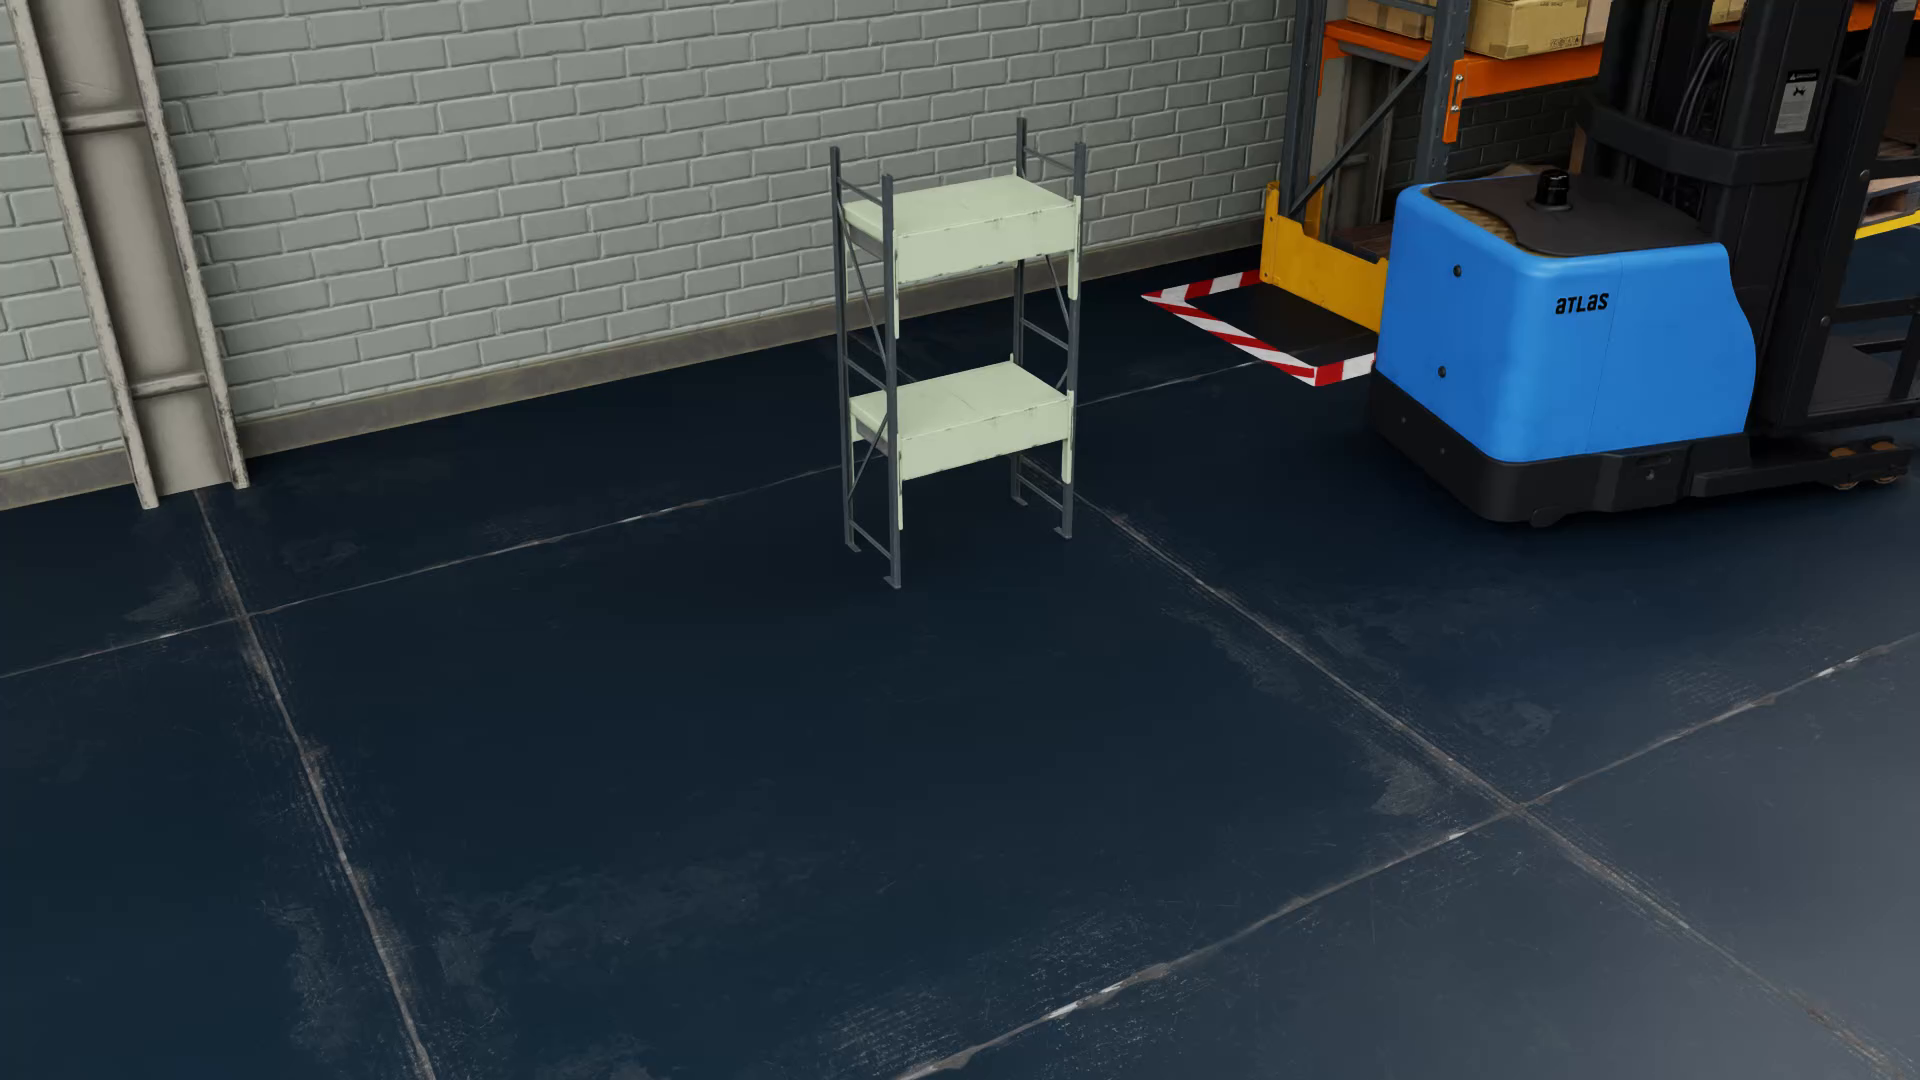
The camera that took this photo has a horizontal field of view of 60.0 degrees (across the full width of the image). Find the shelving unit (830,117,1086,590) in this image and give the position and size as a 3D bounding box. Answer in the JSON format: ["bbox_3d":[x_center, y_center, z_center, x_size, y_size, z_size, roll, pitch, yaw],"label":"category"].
[{"bbox_3d":[-0.006,-0.655,5.885,0.755,1.500,0.431,-16,33,-26],"label":"shelving unit"}]

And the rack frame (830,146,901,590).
[{"bbox_3d":[-0.321,-0.565,5.722,0.023,1.500,0.400,-16,33,-26],"label":"rack frame"}]

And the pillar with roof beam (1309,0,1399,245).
[{"bbox_3d":[4.274,-3.845,3.904,0.400,9.000,9.100,-16,33,-26],"label":"pillar with roof beam"}]

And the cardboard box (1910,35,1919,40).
[{"bbox_3d":[6.423,-2.892,10.518,0.500,0.500,0.700,-17,33,-27],"label":"cardboard box"}]

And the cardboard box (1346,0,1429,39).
[{"bbox_3d":[2.232,-2.619,8.025,0.500,0.250,0.500,-15,32,-26],"label":"cardboard box"}]

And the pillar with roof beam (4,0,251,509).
[{"bbox_3d":[-0.899,-2.376,1.243,0.400,9.000,9.100,-16,33,-26],"label":"pillar with roof beam"}]

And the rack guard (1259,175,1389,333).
[{"bbox_3d":[1.993,-1.404,8.278,0.348,0.500,1.175,-16,33,-26],"label":"rack guard"}]

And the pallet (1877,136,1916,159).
[{"bbox_3d":[6.047,-2.430,10.434,1.213,0.211,1.003,-16,33,-26],"label":"pallet"}]

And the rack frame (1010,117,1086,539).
[{"bbox_3d":[0.310,-0.745,6.047,0.023,1.500,0.400,-16,33,-26],"label":"rack frame"}]

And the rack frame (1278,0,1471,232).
[{"bbox_3d":[1.928,-2.480,7.640,0.127,3.000,1.000,-16,33,-26],"label":"rack frame"}]

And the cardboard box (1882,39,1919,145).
[{"bbox_3d":[6.003,-2.745,10.251,0.500,0.500,0.700,-15,32,-25],"label":"cardboard box"}]

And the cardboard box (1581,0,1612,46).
[{"bbox_3d":[2.950,-2.544,7.889,0.500,0.250,0.500,-17,33,-28],"label":"cardboard box"}]

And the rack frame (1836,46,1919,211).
[{"bbox_3d":[5.376,-3.459,9.414,0.127,3.000,1.000,-16,33,-26],"label":"rack frame"}]

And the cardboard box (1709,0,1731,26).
[{"bbox_3d":[3.392,-2.666,8.111,0.500,0.250,0.500,-16,33,-27],"label":"cardboard box"}]

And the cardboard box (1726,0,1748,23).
[{"bbox_3d":[3.829,-2.789,8.333,0.500,0.250,0.500,-16,32,-26],"label":"cardboard box"}]

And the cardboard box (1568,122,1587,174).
[{"bbox_3d":[3.719,-2.009,8.917,0.500,0.500,0.700,-18,34,-29],"label":"cardboard box"}]

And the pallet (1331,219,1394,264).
[{"bbox_3d":[2.712,-1.462,8.681,1.213,0.211,1.003,-16,33,-26],"label":"pallet"}]

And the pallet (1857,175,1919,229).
[{"bbox_3d":[4.815,-2.059,9.763,1.213,0.211,1.003,-16,33,-26],"label":"pallet"}]

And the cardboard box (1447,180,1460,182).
[{"bbox_3d":[2.570,-1.628,8.422,0.500,0.311,0.500,-20,35,-32],"label":"cardboard box"}]

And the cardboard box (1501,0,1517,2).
[{"bbox_3d":[2.492,-2.743,7.475,0.500,0.500,0.500,-16,33,-26],"label":"cardboard box"}]

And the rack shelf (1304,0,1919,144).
[{"bbox_3d":[3.652,-2.655,8.701,4.000,0.370,1.077,-16,33,-26],"label":"rack shelf"}]

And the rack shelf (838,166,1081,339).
[{"bbox_3d":[-0.006,-0.997,5.696,0.720,0.370,0.431,-16,33,-26],"label":"rack shelf"}]

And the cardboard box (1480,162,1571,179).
[{"bbox_3d":[3.061,-1.767,8.675,0.500,0.311,0.500,-13,31,-22],"label":"cardboard box"}]

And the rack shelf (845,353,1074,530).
[{"bbox_3d":[-0.006,-0.370,6.042,0.720,0.370,0.431,-16,33,-26],"label":"rack shelf"}]

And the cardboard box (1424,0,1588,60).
[{"bbox_3d":[2.509,-2.411,7.648,0.500,0.250,0.500,-17,33,-28],"label":"cardboard box"}]

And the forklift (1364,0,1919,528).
[{"bbox_3d":[3.284,-1.719,6.331,3.031,2.935,1.130,-8,30,-14],"label":"forklift"}]

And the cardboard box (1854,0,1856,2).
[{"bbox_3d":[4.262,-2.912,8.557,0.500,0.250,0.500,-16,33,-27],"label":"cardboard box"}]
